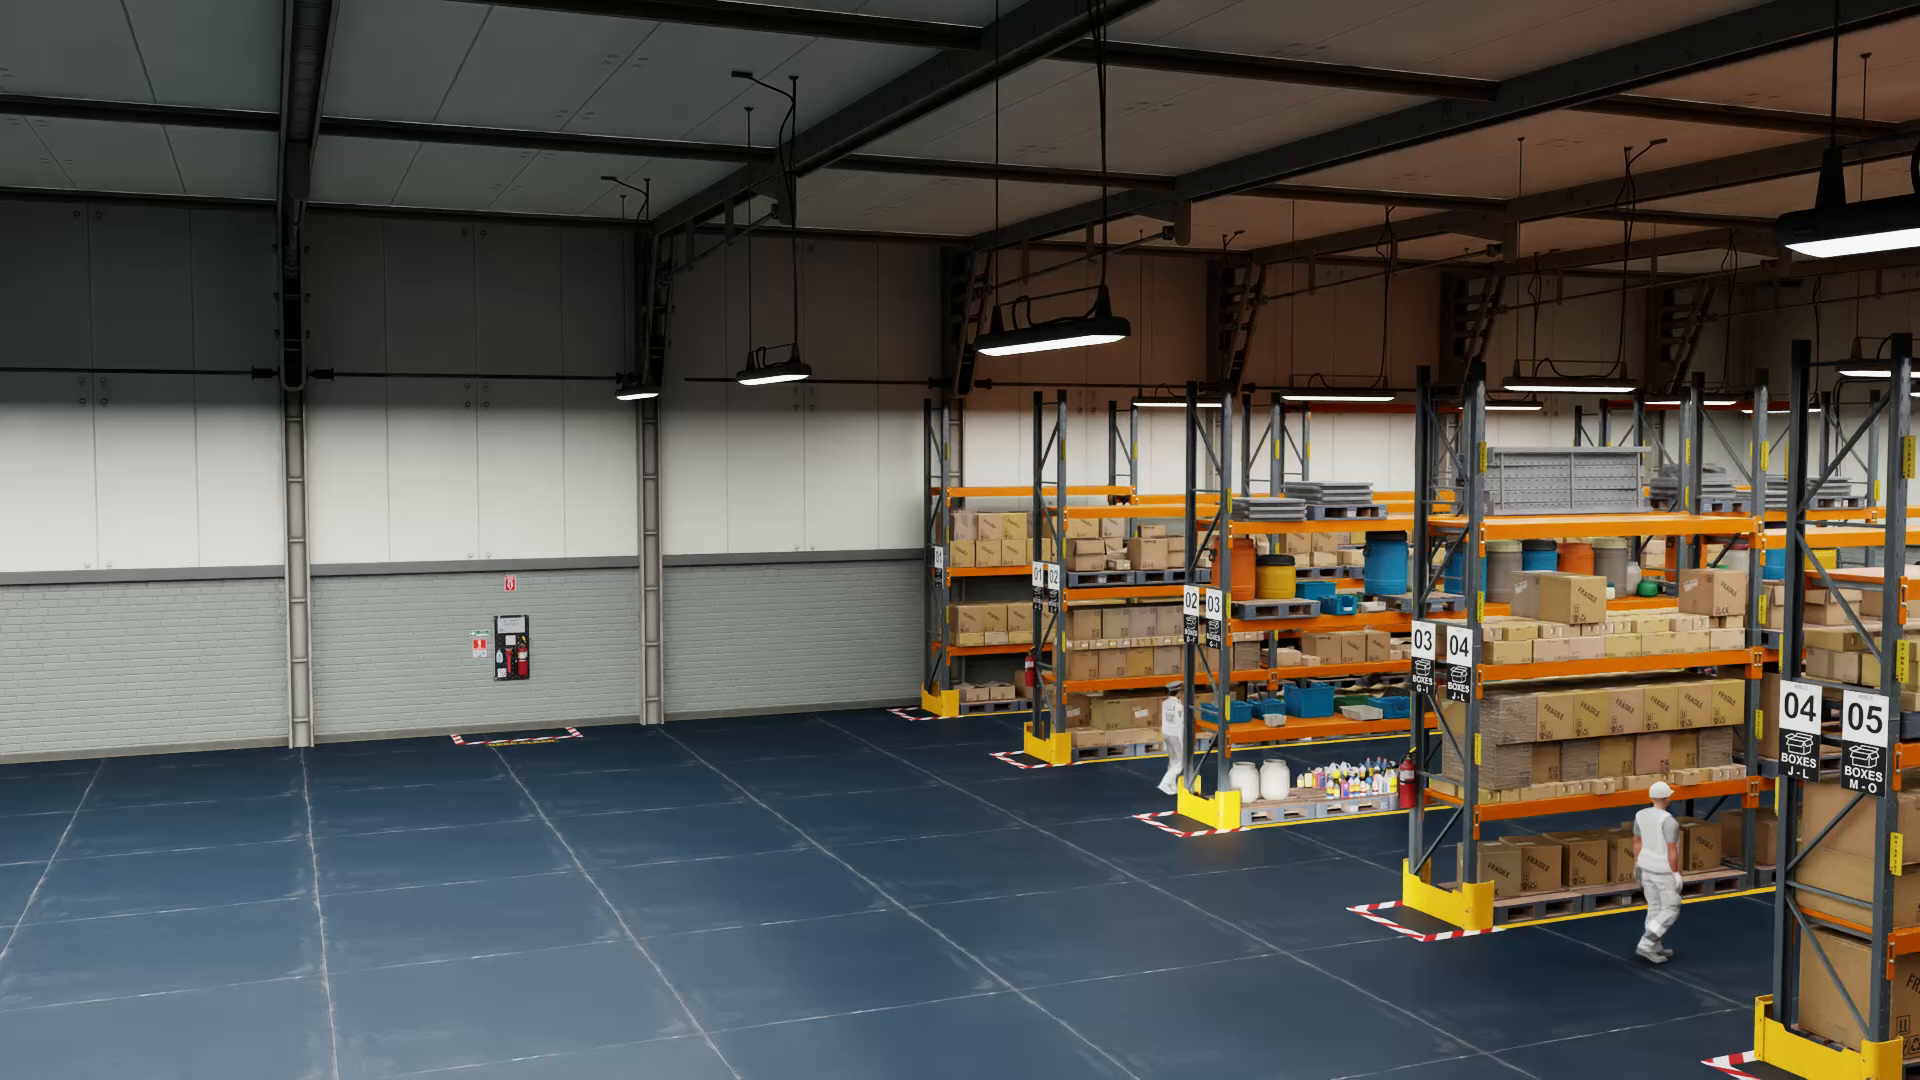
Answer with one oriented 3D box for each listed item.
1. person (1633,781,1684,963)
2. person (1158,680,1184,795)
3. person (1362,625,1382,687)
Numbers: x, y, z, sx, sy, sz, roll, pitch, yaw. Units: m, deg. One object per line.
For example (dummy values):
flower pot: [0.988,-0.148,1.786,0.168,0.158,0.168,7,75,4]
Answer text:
person: [6.935,3.301,16.567,0.553,1.787,0.573,-1,4,-20]
person: [3.098,2.901,24.347,0.516,1.674,0.512,-1,4,-24]
person: [8.185,2.424,32.709,0.721,1.632,0.690,-1,3,-15]
